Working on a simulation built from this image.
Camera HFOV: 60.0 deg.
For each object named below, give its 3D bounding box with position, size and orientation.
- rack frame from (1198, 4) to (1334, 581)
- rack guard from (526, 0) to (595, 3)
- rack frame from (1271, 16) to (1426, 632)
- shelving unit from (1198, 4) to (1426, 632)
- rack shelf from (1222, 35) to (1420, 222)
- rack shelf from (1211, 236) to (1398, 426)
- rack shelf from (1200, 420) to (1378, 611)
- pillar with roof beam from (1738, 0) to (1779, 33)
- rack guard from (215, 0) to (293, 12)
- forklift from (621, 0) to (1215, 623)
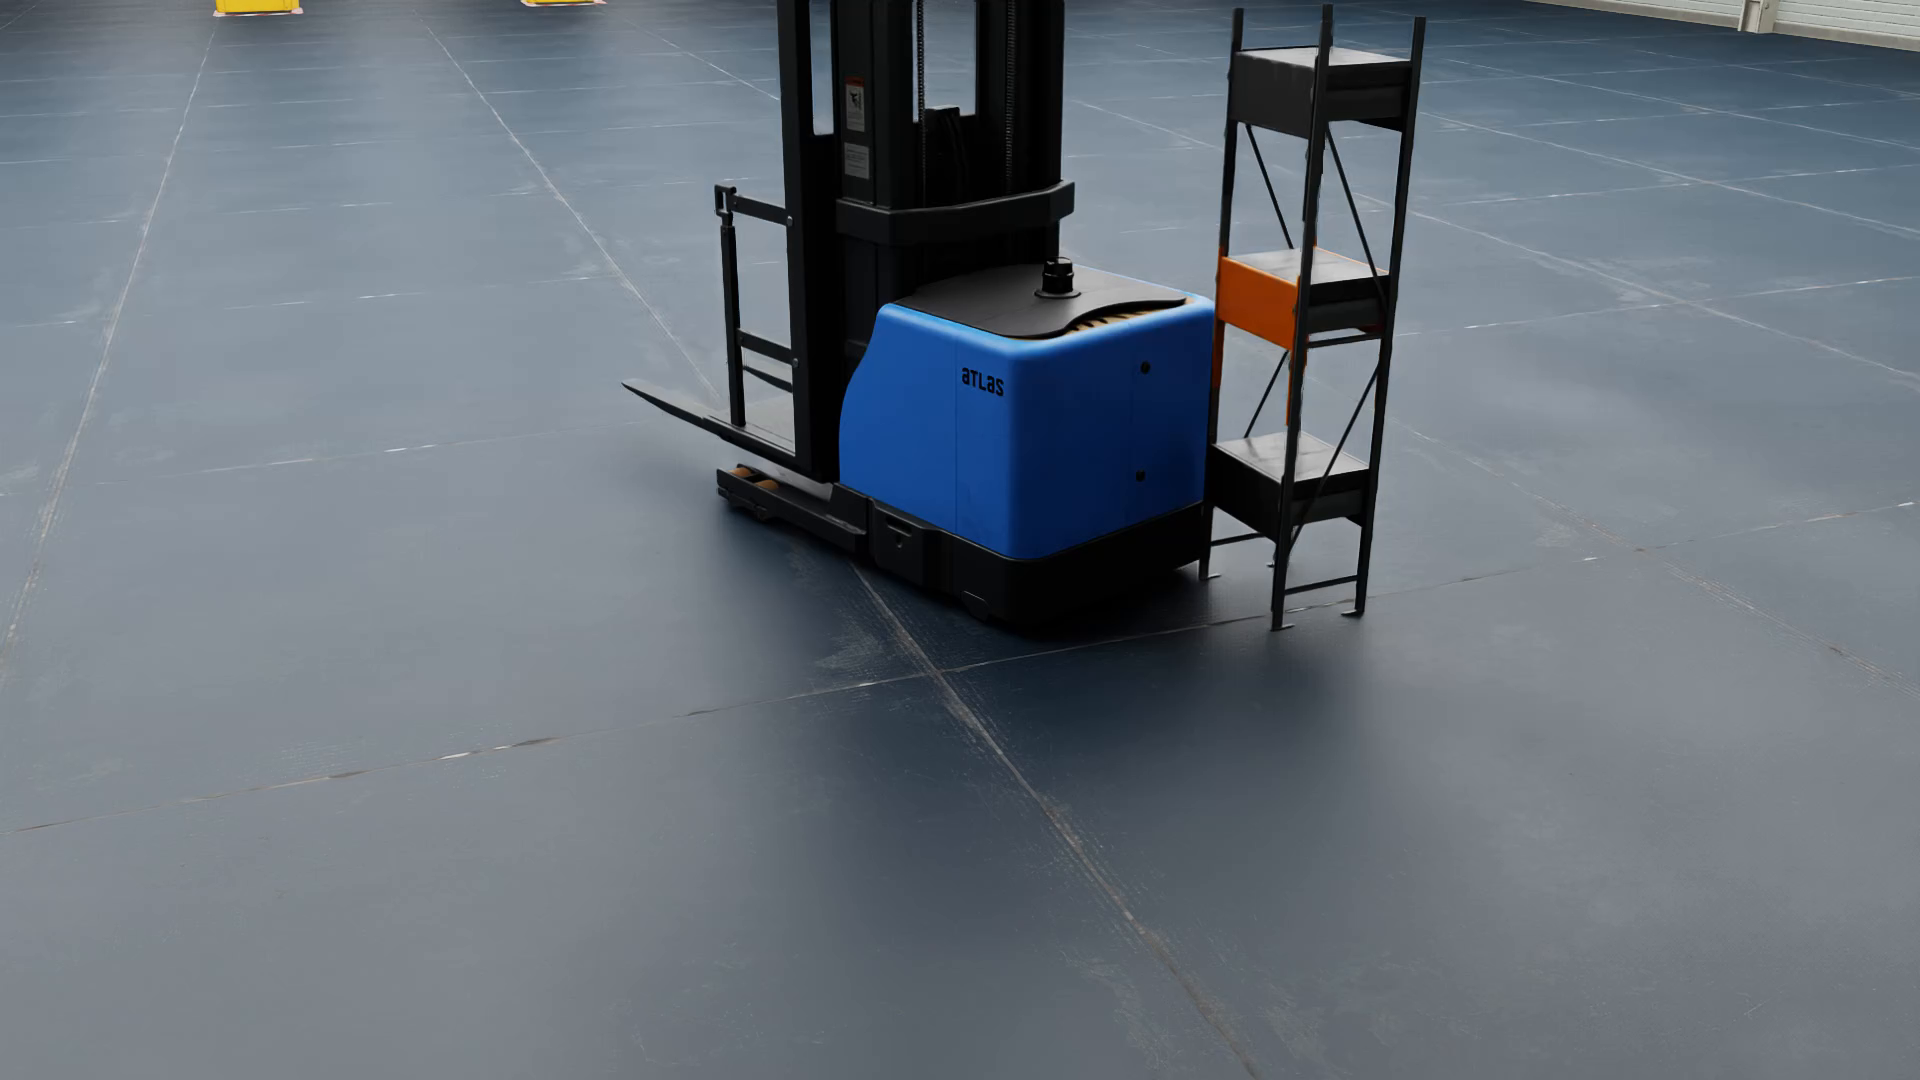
[{"bbox_3d":[1.099,-0.844,6.049,0.400,2.100,0.015,-10,25,-23],"label":"rack frame"},{"bbox_3d":[-7.022,-9.712,29.148,1.175,0.500,0.348,-8,24,-19],"label":"rack guard"},{"bbox_3d":[1.303,-0.672,5.641,0.400,2.100,0.015,-10,25,-23],"label":"rack frame"},{"bbox_3d":[1.201,-0.758,5.845,0.431,2.100,0.503,-10,25,-23],"label":"shelving unit"},{"bbox_3d":[1.201,-1.391,5.579,0.431,0.518,0.480,-10,25,-23],"label":"rack shelf"},{"bbox_3d":[1.201,-0.745,5.850,0.431,0.518,0.480,-10,25,-23],"label":"rack shelf"},{"bbox_3d":[1.201,-0.100,6.122,0.431,0.518,0.480,-10,25,-23],"label":"rack shelf"},{"bbox_3d":[7.728,-11.068,21.424,9.100,9.000,0.400,-8,24,-19],"label":"pillar with roof beam"},{"bbox_3d":[-11.699,-9.025,27.520,1.175,0.500,0.348,-8,24,-19],"label":"rack guard"},{"bbox_3d":[-0.381,-1.549,6.651,1.130,2.935,3.031,-19,29,-37],"label":"forklift"}]
